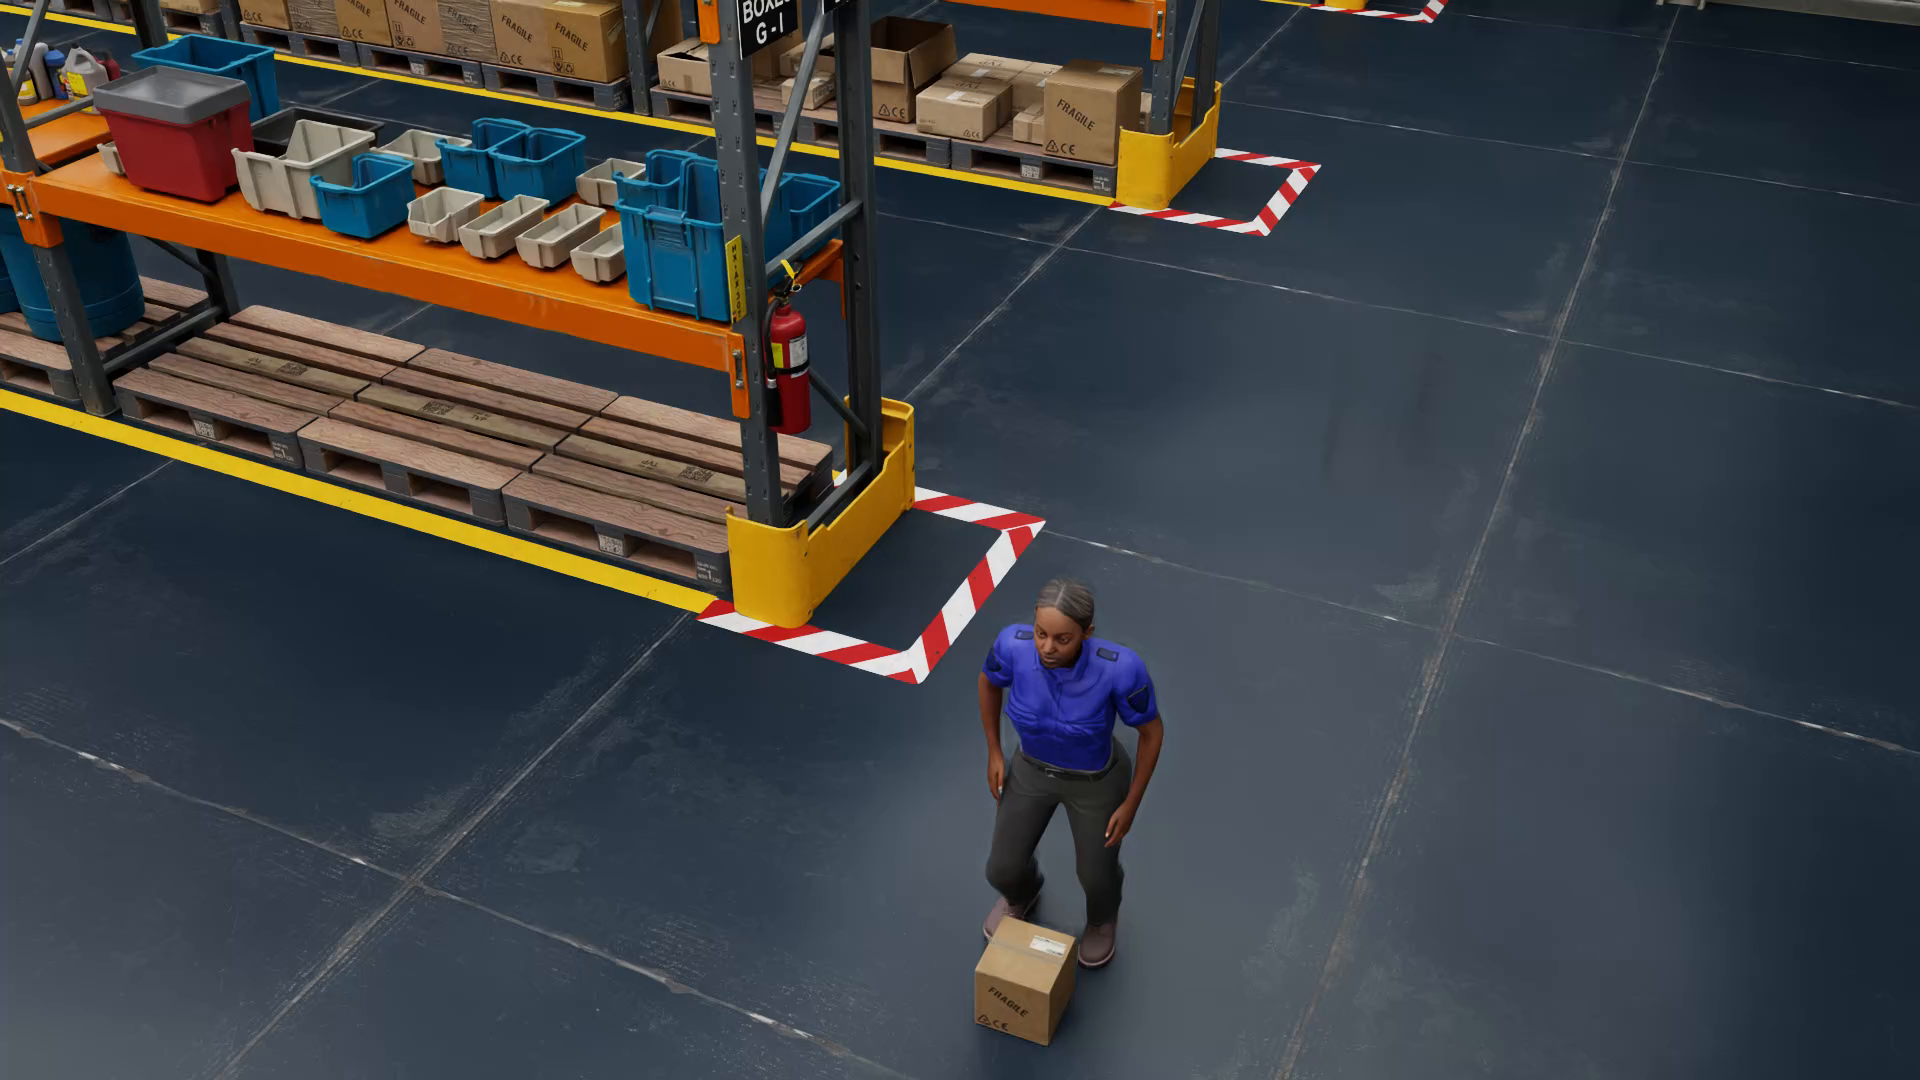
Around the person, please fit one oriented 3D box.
[{"bbox_3d":[0.328,0.716,5.121,0.592,1.604,0.509,12,36,18],"label":"person"}]
